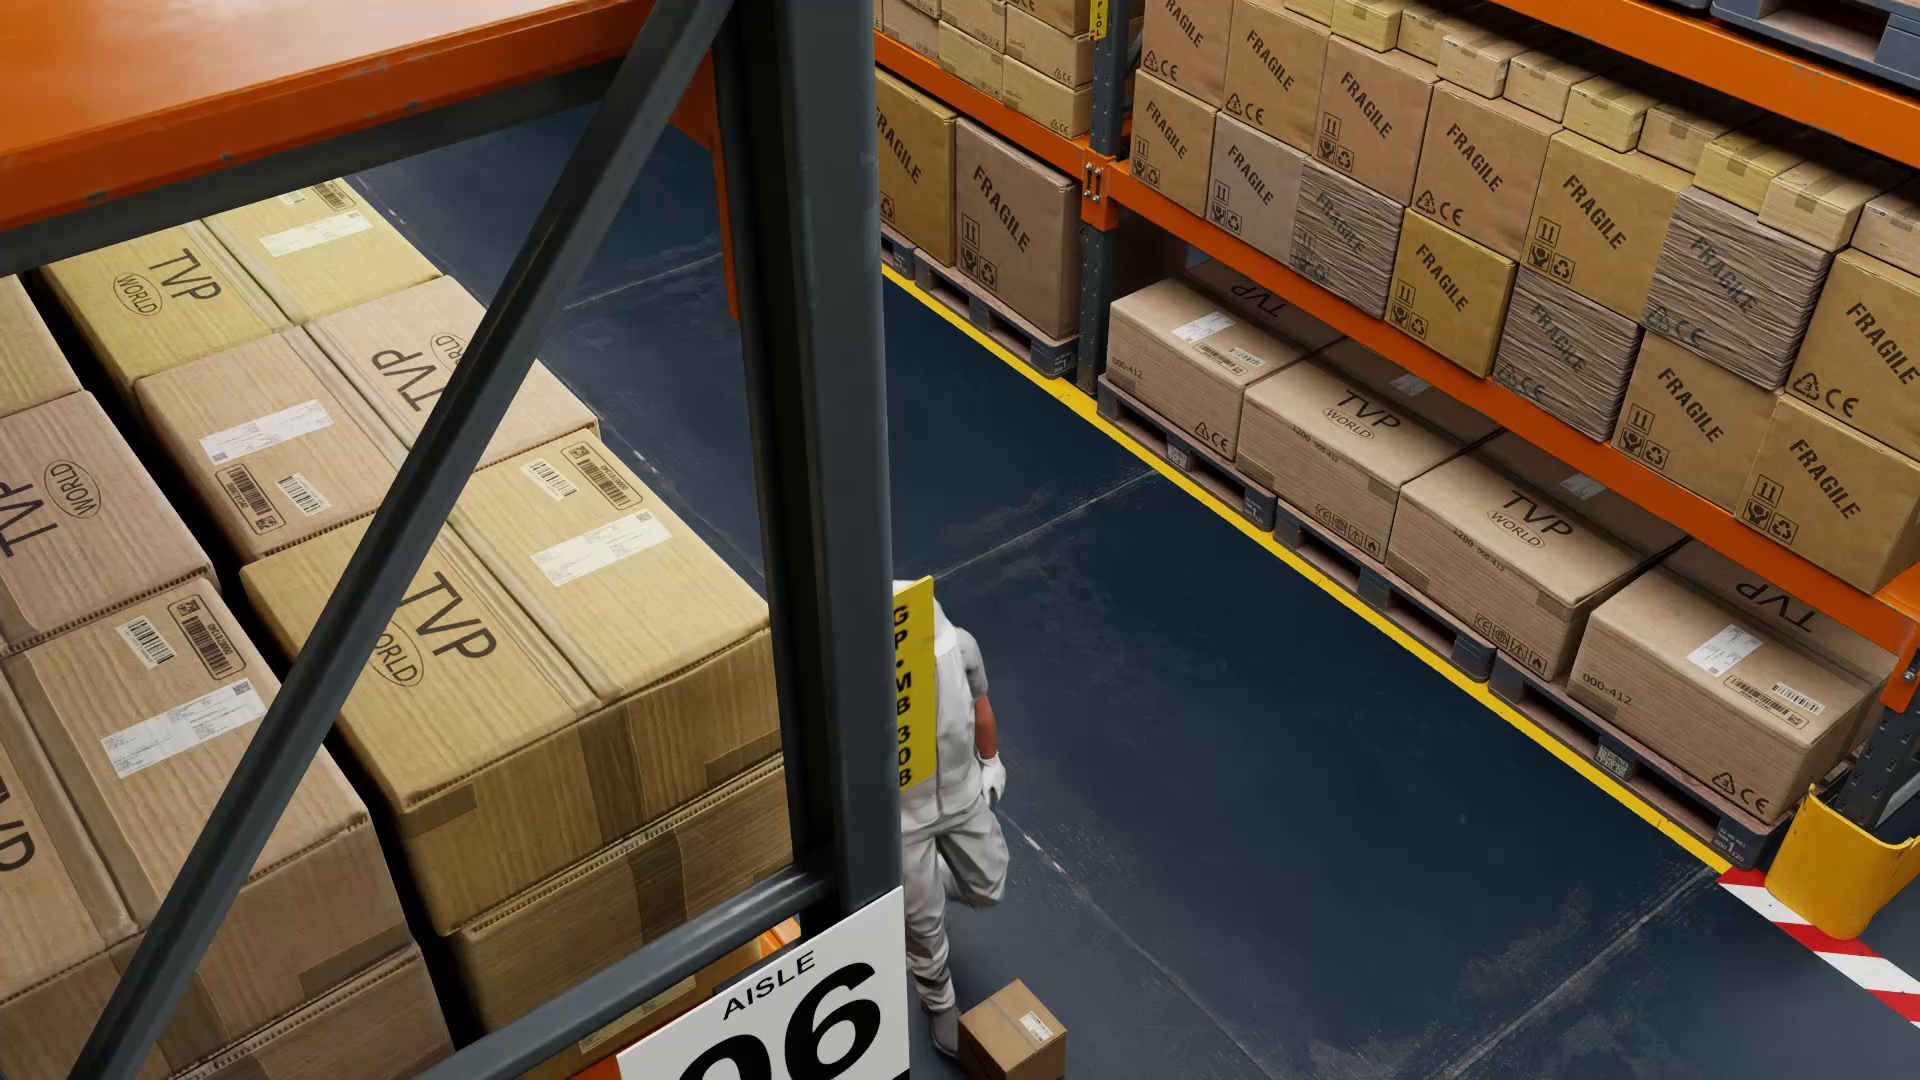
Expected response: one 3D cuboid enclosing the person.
[{"bbox_3d":[-0.094,0.836,5.157,0.617,1.765,0.679,-20,44,-23],"label":"person"}]
